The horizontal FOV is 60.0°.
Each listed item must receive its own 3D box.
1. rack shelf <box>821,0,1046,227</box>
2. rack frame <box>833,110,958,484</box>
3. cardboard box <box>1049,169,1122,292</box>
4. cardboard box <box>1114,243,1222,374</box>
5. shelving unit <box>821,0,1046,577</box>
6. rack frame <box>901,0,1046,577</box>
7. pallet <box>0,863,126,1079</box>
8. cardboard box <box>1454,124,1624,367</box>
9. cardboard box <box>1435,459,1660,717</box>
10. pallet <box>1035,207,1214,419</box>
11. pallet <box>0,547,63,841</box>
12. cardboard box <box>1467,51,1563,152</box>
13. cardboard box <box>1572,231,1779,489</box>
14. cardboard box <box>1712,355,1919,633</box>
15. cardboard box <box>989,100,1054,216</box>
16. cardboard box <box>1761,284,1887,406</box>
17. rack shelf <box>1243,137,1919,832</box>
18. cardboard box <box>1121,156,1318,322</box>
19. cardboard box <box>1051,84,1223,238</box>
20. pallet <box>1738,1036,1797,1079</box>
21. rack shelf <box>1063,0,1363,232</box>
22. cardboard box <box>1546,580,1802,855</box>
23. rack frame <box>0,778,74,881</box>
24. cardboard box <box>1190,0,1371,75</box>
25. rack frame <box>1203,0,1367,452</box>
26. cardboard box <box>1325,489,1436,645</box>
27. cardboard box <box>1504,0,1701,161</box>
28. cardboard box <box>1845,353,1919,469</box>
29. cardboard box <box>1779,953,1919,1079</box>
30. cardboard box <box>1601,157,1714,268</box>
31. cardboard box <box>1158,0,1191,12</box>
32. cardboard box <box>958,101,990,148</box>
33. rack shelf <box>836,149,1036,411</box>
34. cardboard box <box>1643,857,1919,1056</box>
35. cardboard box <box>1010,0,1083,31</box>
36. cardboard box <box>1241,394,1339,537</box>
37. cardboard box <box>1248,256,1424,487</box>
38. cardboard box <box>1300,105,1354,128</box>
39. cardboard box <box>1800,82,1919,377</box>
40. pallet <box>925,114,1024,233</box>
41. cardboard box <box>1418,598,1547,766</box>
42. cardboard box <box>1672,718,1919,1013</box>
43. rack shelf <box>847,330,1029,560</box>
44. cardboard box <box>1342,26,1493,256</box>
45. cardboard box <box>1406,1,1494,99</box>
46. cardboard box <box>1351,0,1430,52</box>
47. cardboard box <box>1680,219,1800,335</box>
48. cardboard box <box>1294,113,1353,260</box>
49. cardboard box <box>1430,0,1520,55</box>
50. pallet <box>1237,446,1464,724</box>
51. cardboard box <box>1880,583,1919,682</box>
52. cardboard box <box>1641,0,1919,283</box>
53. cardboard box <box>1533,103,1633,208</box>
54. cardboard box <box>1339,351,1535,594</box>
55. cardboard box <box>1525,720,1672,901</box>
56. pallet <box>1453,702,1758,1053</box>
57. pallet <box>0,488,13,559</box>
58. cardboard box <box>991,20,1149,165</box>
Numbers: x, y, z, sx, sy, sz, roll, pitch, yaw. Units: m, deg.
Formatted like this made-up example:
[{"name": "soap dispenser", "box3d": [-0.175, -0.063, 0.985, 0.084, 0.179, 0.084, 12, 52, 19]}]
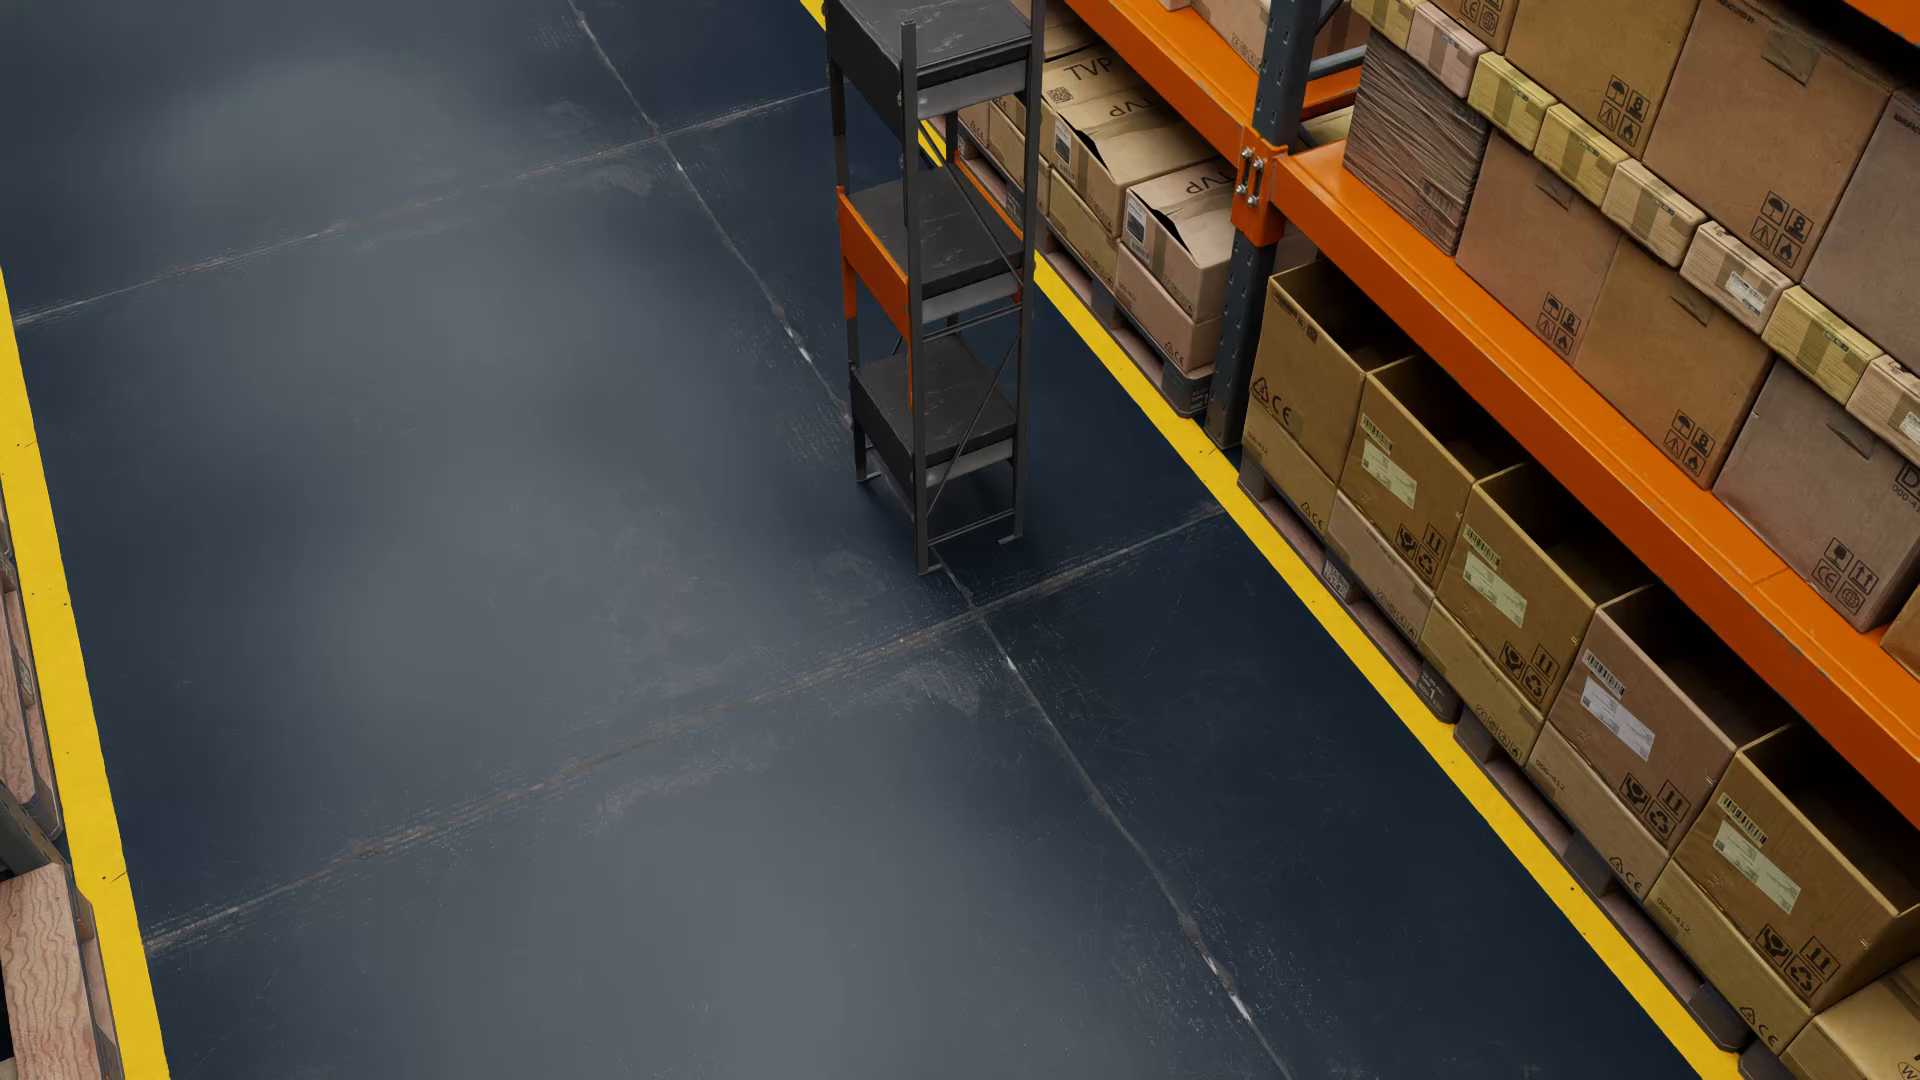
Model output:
[{"name": "rack shelf", "box3d": [-0.076, -1.254, 4.540, 0.431, 0.518, 0.480, -21, 52, -18]}, {"name": "rack frame", "box3d": [-0.187, -0.965, 5.199, 0.400, 2.100, 0.015, -21, 52, -18]}, {"name": "cardboard box", "box3d": [0.687, -1.268, 6.414, 0.500, 0.250, 0.500, -22, 52, -18]}, {"name": "cardboard box", "box3d": [0.917, -0.929, 6.118, 0.500, 0.250, 0.500, -22, 52, -18]}, {"name": "shelving unit", "box3d": [-0.076, -0.802, 5.057, 0.431, 2.100, 0.503, -21, 52, -18]}, {"name": "rack frame", "box3d": [0.036, -0.639, 4.914, 0.400, 2.100, 0.015, -21, 52, -18]}, {"name": "pallet", "box3d": [-2.700, 1.546, 4.258, 1.003, 0.211, 1.213, -21, 52, -18]}, {"name": "cardboard box", "box3d": [1.820, -0.906, 4.483, 0.700, 0.500, 0.500, -22, 52, -18]}, {"name": "cardboard box", "box3d": [1.756, 0.089, 4.729, 0.500, 0.500, 0.500, -21, 52, -18]}, {"name": "pallet", "box3d": [0.992, -1.080, 6.554, 1.003, 0.211, 1.213, -21, 52, -18]}, {"name": "pallet", "box3d": [-3.396, 0.588, 5.096, 1.003, 0.211, 1.213, -21, 52, -18]}, {"name": "cardboard box", "box3d": [1.550, -1.178, 4.290, 0.380, 0.149, 0.250, -22, 53, -18]}, {"name": "cardboard box", "box3d": [2.046, -0.569, 4.188, 0.700, 0.500, 0.500, -20, 52, -17]}, {"name": "cardboard box", "box3d": [2.281, -0.226, 3.889, 0.700, 0.500, 0.500, -20, 52, -16]}, {"name": "cardboard box", "box3d": [0.452, -1.611, 6.714, 0.500, 0.250, 0.500, -20, 52, -17]}, {"name": "cardboard box", "box3d": [2.027, -0.483, 3.682, 0.380, 0.149, 0.250, -22, 52, -18]}, {"name": "rack shelf", "box3d": [2.279, 0.057, 4.185, 1.077, 0.370, 4.000, -21, 52, -18]}, {"name": "cardboard box", "box3d": [0.924, -1.108, 5.902, 0.500, 0.311, 0.500, -21, 52, -18]}, {"name": "cardboard box", "box3d": [0.680, -1.454, 6.204, 0.500, 0.311, 0.500, -20, 52, -17]}, {"name": "pallet", "box3d": [2.807, 1.579, 4.228, 1.003, 0.211, 1.213, -21, 52, -18]}, {"name": "rack shelf", "box3d": [0.449, -2.620, 6.527, 1.077, 0.370, 4.000, -21, 52, -18]}, {"name": "cardboard box", "box3d": [1.986, 0.423, 4.437, 0.500, 0.500, 0.500, -21, 52, -18]}, {"name": "rack frame", "box3d": [-3.039, 0.190, 3.591, 1.000, 3.000, 0.127, -21, 52, -18]}, {"name": "cardboard box", "box3d": [1.100, -1.784, 5.417, 0.500, 0.250, 0.500, -18, 51, -15]}, {"name": "rack frame", "box3d": [1.364, -1.518, 5.085, 1.000, 3.000, 0.127, -21, 52, -18]}, {"name": "cardboard box", "box3d": [1.531, 0.000, 5.305, 0.500, 0.250, 0.500, -21, 52, -18]}, {"name": "cardboard box", "box3d": [1.805, -1.346, 4.006, 0.700, 0.500, 0.500, -21, 52, -18]}, {"name": "cardboard box", "box3d": [2.139, -0.315, 3.536, 0.380, 0.149, 0.250, -22, 52, -18]}, {"name": "cardboard box", "box3d": [2.447, 1.338, 4.135, 0.500, 0.250, 0.500, -21, 52, -18]}, {"name": "cardboard box", "box3d": [1.783, -0.835, 3.990, 0.380, 0.149, 0.250, -23, 53, -19]}, {"name": "cardboard box", "box3d": [0.798, -1.999, 5.595, 0.396, 0.266, 0.258, -22, 52, -18]}, {"name": "cardboard box", "box3d": [0.221, -1.952, 7.012, 0.500, 0.250, 0.500, -20, 52, -17]}, {"name": "rack shelf", "box3d": [-0.076, -0.793, 5.067, 0.431, 0.518, 0.480, -21, 52, -18]}, {"name": "cardboard box", "box3d": [2.217, 1.004, 4.427, 0.500, 0.250, 0.500, -21, 52, -18]}, {"name": "cardboard box", "box3d": [0.227, -2.127, 6.793, 0.500, 0.311, 0.500, -22, 52, -18]}, {"name": "cardboard box", "box3d": [1.307, -0.337, 5.599, 0.500, 0.250, 0.500, -21, 52, -18]}, {"name": "cardboard box", "box3d": [1.298, -0.580, 5.314, 0.500, 0.500, 0.500, -21, 52, -18]}, {"name": "cardboard box", "box3d": [1.172, -1.635, 6.363, 0.500, 0.311, 0.500, -22, 52, -18]}, {"name": "cardboard box", "box3d": [2.262, -0.676, 3.420, 0.700, 0.500, 0.500, -21, 52, -17]}, {"name": "pallet", "box3d": [0.430, -1.898, 7.269, 1.003, 0.211, 1.213, -21, 52, -18]}, {"name": "cardboard box", "box3d": [1.755, 0.336, 5.011, 0.500, 0.250, 0.500, -21, 52, -18]}, {"name": "cardboard box", "box3d": [2.214, 0.758, 4.144, 0.500, 0.500, 0.500, -21, 52, -18]}, {"name": "rack shelf", "box3d": [-0.076, -0.332, 5.594, 0.431, 0.518, 0.480, -21, 52, -18]}, {"name": "cardboard box", "box3d": [1.573, -1.257, 4.790, 0.700, 0.500, 0.500, -22, 53, -18]}, {"name": "cardboard box", "box3d": [1.430, -1.350, 4.441, 0.380, 0.149, 0.250, -20, 52, -17]}, {"name": "cardboard box", "box3d": [1.315, -1.518, 4.588, 0.380, 0.149, 0.250, -21, 52, -18]}, {"name": "cardboard box", "box3d": [1.908, -0.657, 3.835, 0.380, 0.149, 0.250, -23, 53, -19]}, {"name": "cardboard box", "box3d": [1.396, -1.298, 6.068, 0.500, 0.311, 0.500, -21, 52, -17]}, {"name": "cardboard box", "box3d": [1.573, -1.684, 4.301, 0.700, 0.500, 0.500, -21, 52, -17]}, {"name": "pallet", "box3d": [1.691, -0.054, 5.657, 1.003, 0.211, 1.213, -21, 52, -18]}, {"name": "cardboard box", "box3d": [2.526, 0.125, 3.582, 0.700, 0.500, 0.500, -21, 52, -17]}, {"name": "cardboard box", "box3d": [2.034, -1.010, 3.713, 0.700, 0.500, 0.500, -21, 52, -18]}, {"name": "cardboard box", "box3d": [1.671, -1.003, 4.137, 0.380, 0.149, 0.250, -22, 52, -18]}, {"name": "cardboard box", "box3d": [1.534, -0.248, 5.024, 0.500, 0.500, 0.500, -21, 52, -18]}, {"name": "cardboard box", "box3d": [1.989, 0.669, 4.720, 0.500, 0.250, 0.500, -21, 52, -18]}, {"name": "pallet", "box3d": [2.253, 0.764, 4.942, 1.003, 0.211, 1.213, -21, 52, -18]}, {"name": "pallet", "box3d": [-3.959, -0.230, 5.811, 1.003, 0.211, 1.213, -21, 52, -18]}, {"name": "cardboard box", "box3d": [0.454, -1.789, 6.497, 0.500, 0.311, 0.500, -21, 52, -18]}]
